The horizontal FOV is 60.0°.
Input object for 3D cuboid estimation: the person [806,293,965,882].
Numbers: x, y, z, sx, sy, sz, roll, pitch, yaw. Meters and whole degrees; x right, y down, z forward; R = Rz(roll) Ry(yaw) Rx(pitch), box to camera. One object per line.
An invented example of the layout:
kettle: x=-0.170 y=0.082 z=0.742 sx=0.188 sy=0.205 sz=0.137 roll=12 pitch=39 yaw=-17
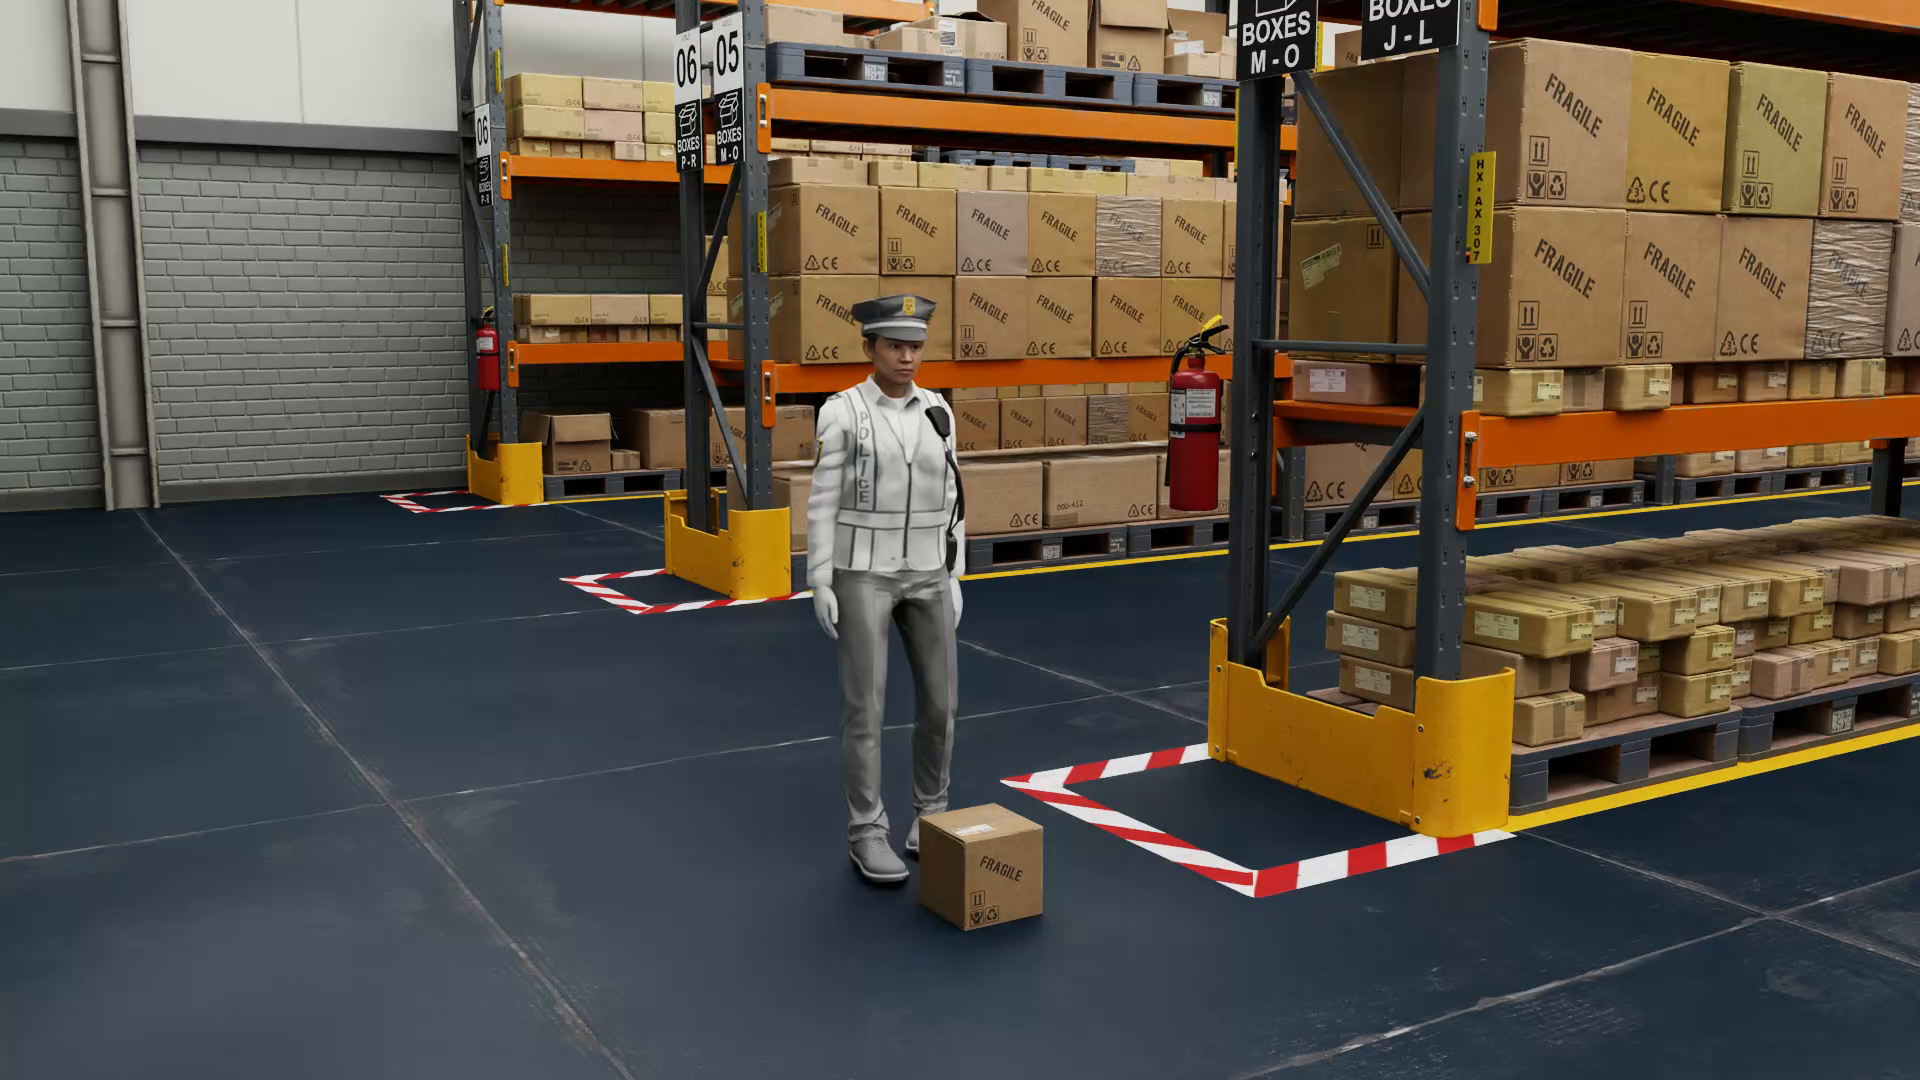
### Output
person: x=-0.196 y=0.125 z=4.856 sx=0.503 sy=1.675 sz=0.453 roll=-4 pitch=9 yaw=-24
